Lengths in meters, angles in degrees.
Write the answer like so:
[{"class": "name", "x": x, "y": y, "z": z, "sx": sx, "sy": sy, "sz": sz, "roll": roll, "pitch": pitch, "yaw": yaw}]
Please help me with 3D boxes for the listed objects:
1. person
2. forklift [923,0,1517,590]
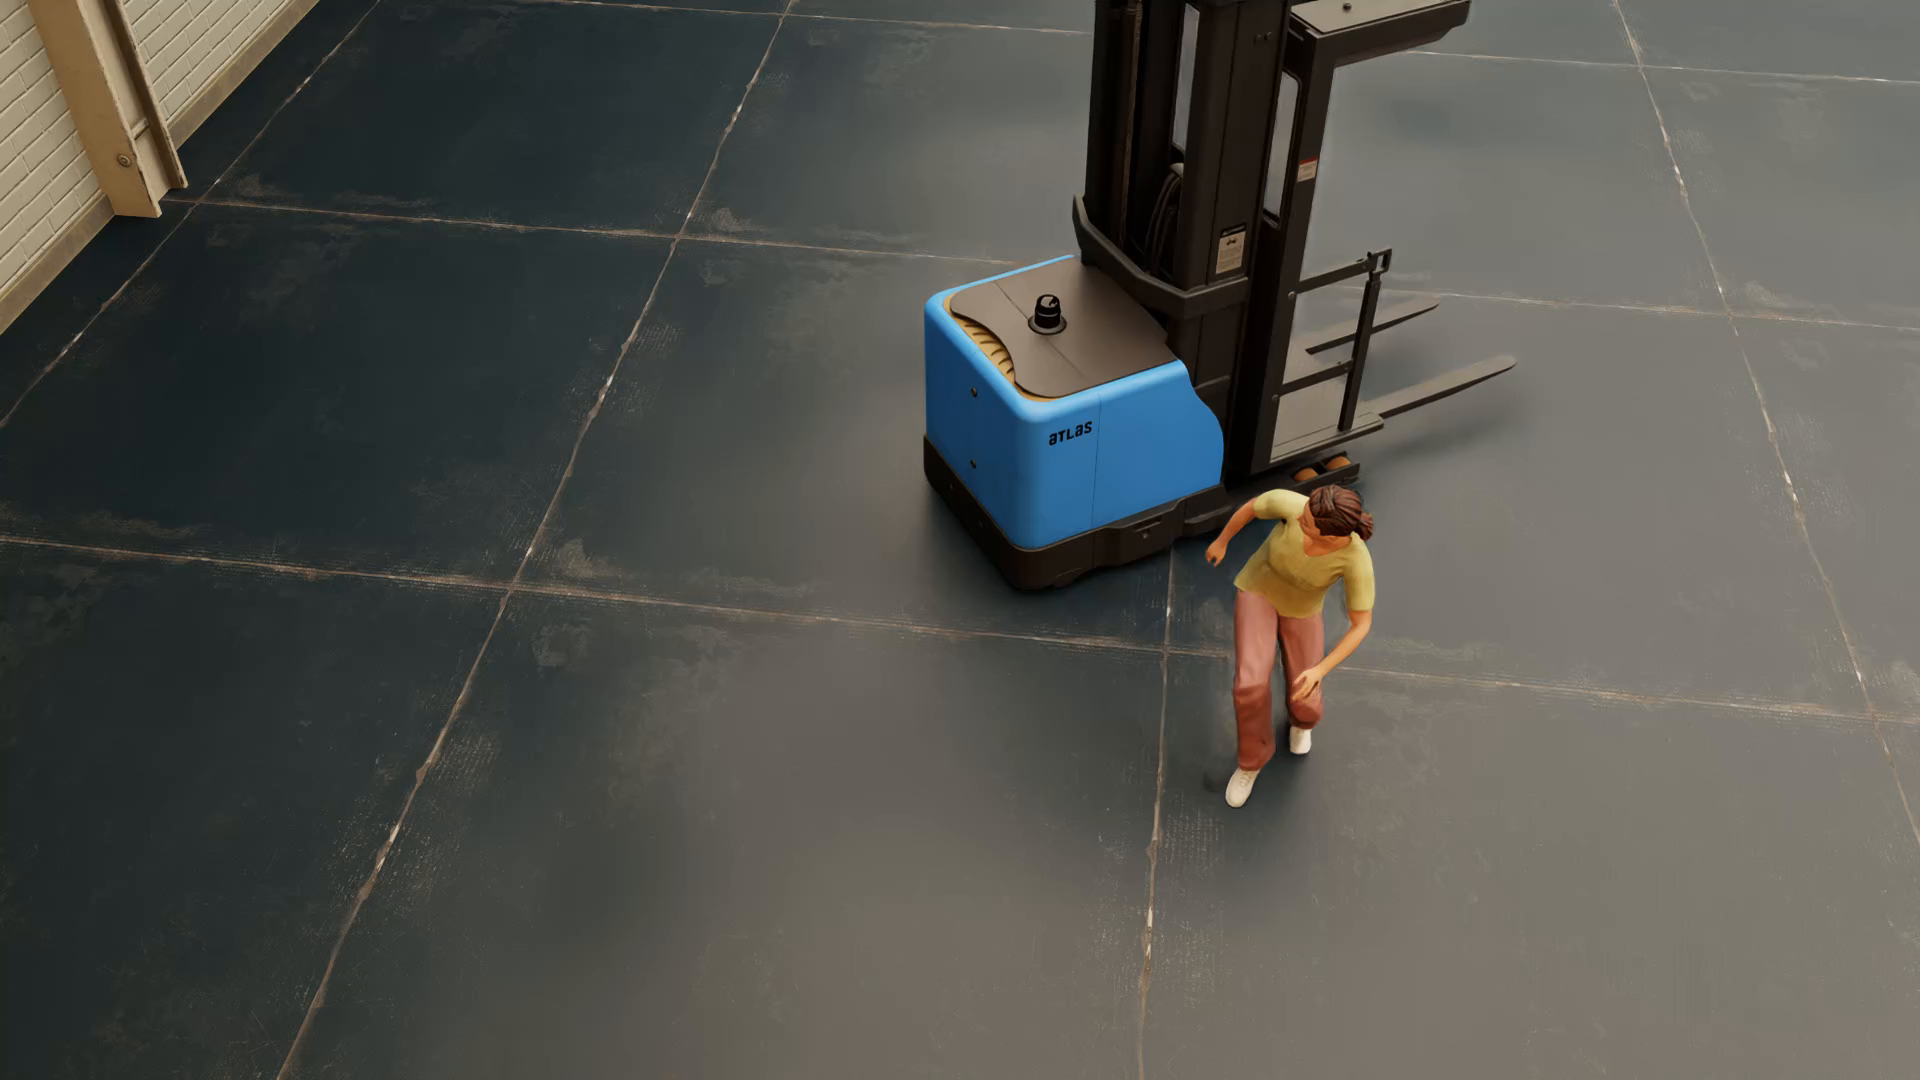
[{"class": "person", "x": 1.230, "y": 0.331, "z": 6.462, "sx": 0.688, "sy": 1.475, "sz": 0.715, "roll": 12, "pitch": 44, "yaw": 13}, {"class": "forklift", "x": 1.373, "y": -1.560, "z": 7.423, "sx": 3.031, "sy": 2.935, "sz": 1.130, "roll": -19, "pitch": 46, "yaw": -20}]
